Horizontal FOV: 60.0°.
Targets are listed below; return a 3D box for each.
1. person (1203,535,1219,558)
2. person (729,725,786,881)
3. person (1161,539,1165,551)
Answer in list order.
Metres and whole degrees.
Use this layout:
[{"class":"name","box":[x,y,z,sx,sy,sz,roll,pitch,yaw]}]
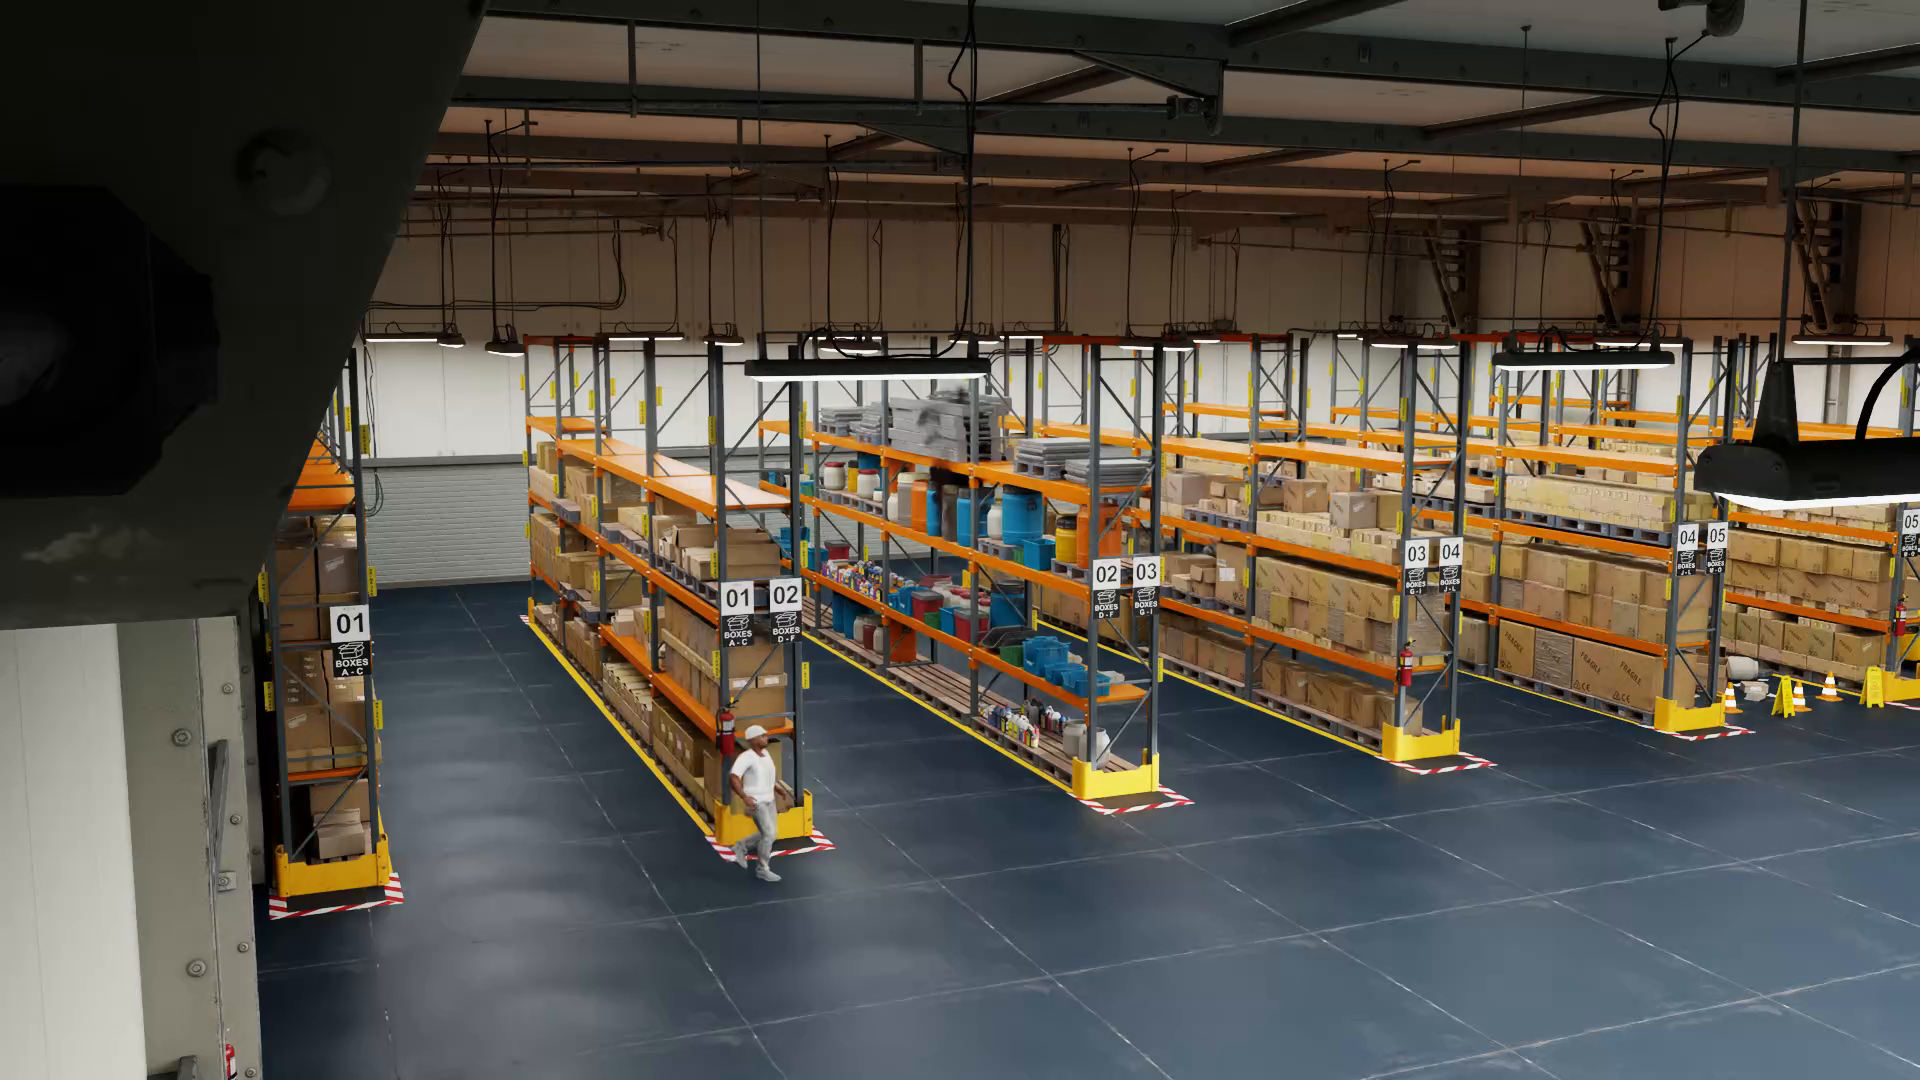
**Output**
[{"class":"person","box":[5.466,0.716,35.811,0.649,1.738,0.953,-3,8,-24]},{"class":"person","box":[-2.292,2.977,18.958,0.651,1.731,0.749,3,8,22]},{"class":"person","box":[4.217,0.809,35.079,0.607,1.689,0.935,-4,9,-27]}]
